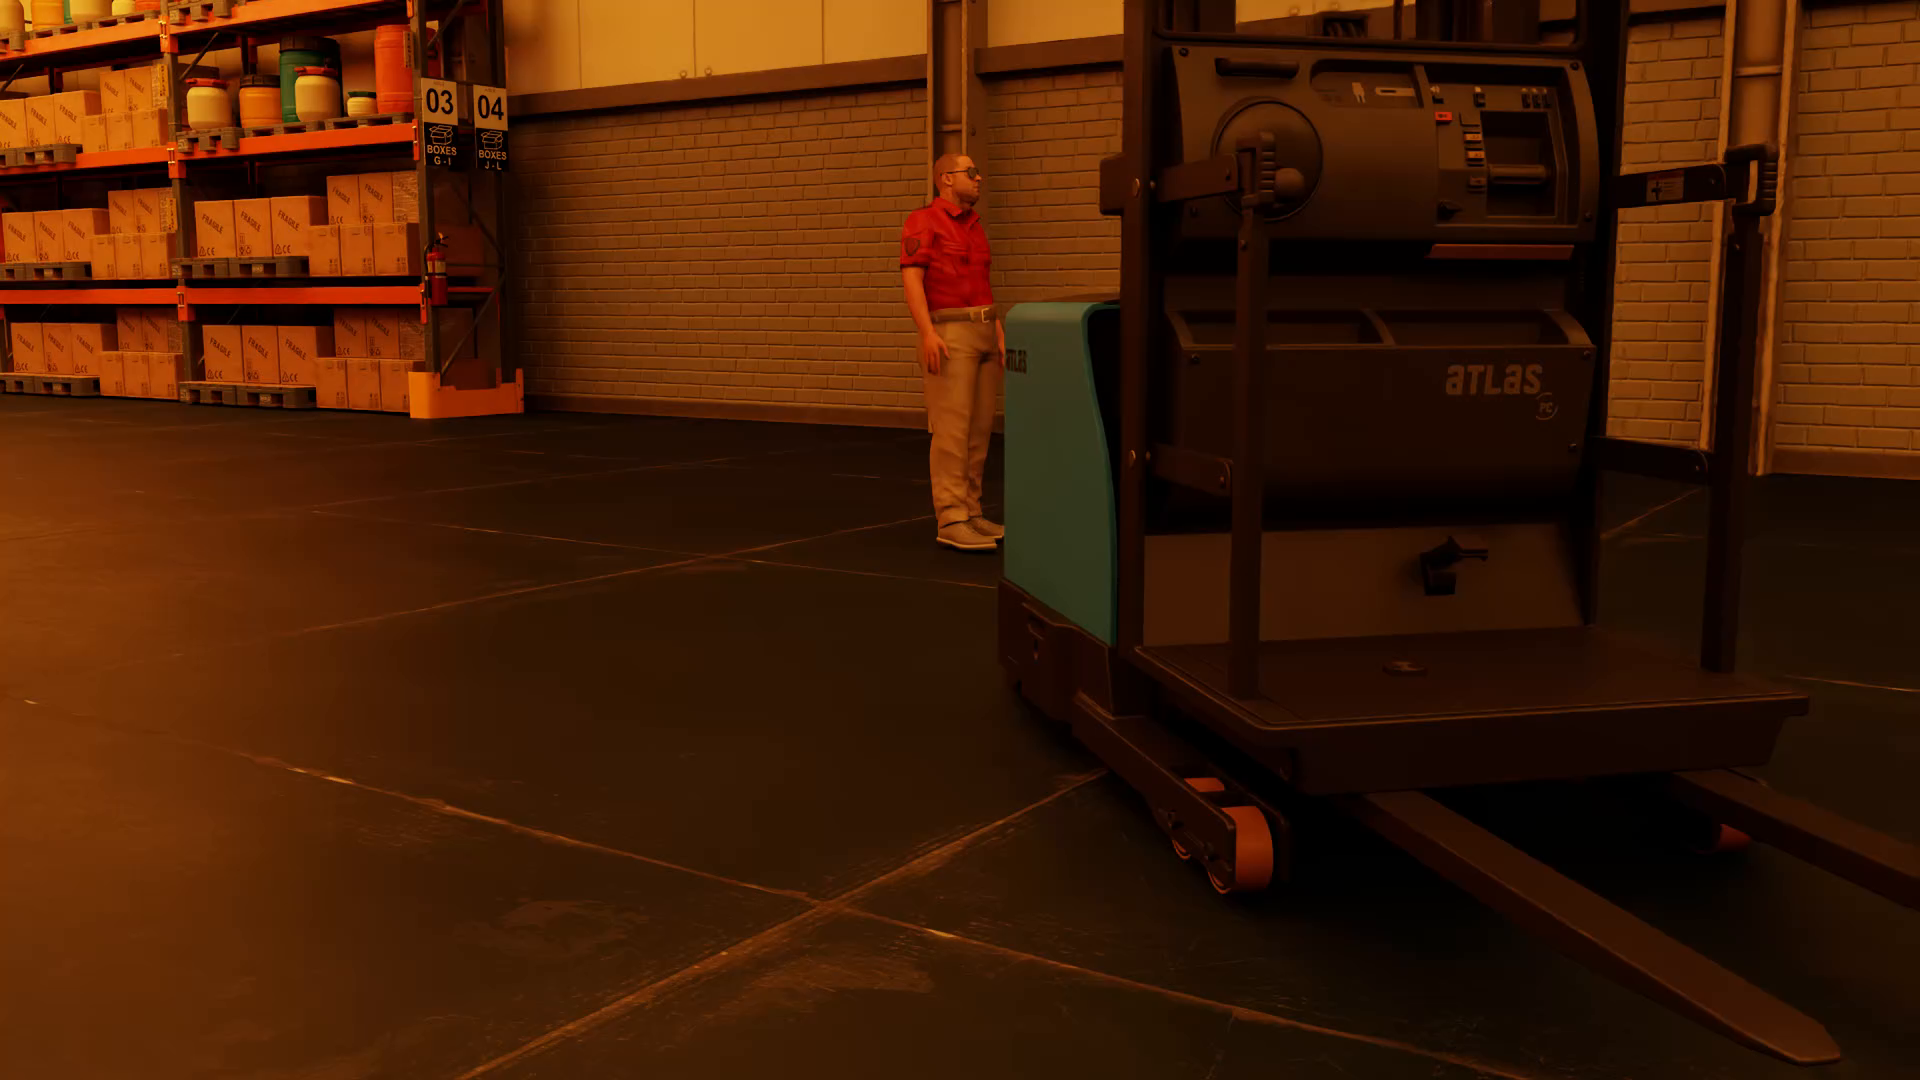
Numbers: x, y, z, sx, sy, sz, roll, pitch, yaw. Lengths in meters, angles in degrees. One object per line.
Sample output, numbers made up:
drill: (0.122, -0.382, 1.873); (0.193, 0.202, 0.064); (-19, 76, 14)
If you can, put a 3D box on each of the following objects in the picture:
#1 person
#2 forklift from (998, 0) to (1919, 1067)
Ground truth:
person: (0.068, -0.853, 7.422); (0.550, 1.724, 0.642); (5, 10, 34)
forklift: (0.935, -0.859, 3.235); (1.130, 2.935, 3.031); (-2, 8, -13)
